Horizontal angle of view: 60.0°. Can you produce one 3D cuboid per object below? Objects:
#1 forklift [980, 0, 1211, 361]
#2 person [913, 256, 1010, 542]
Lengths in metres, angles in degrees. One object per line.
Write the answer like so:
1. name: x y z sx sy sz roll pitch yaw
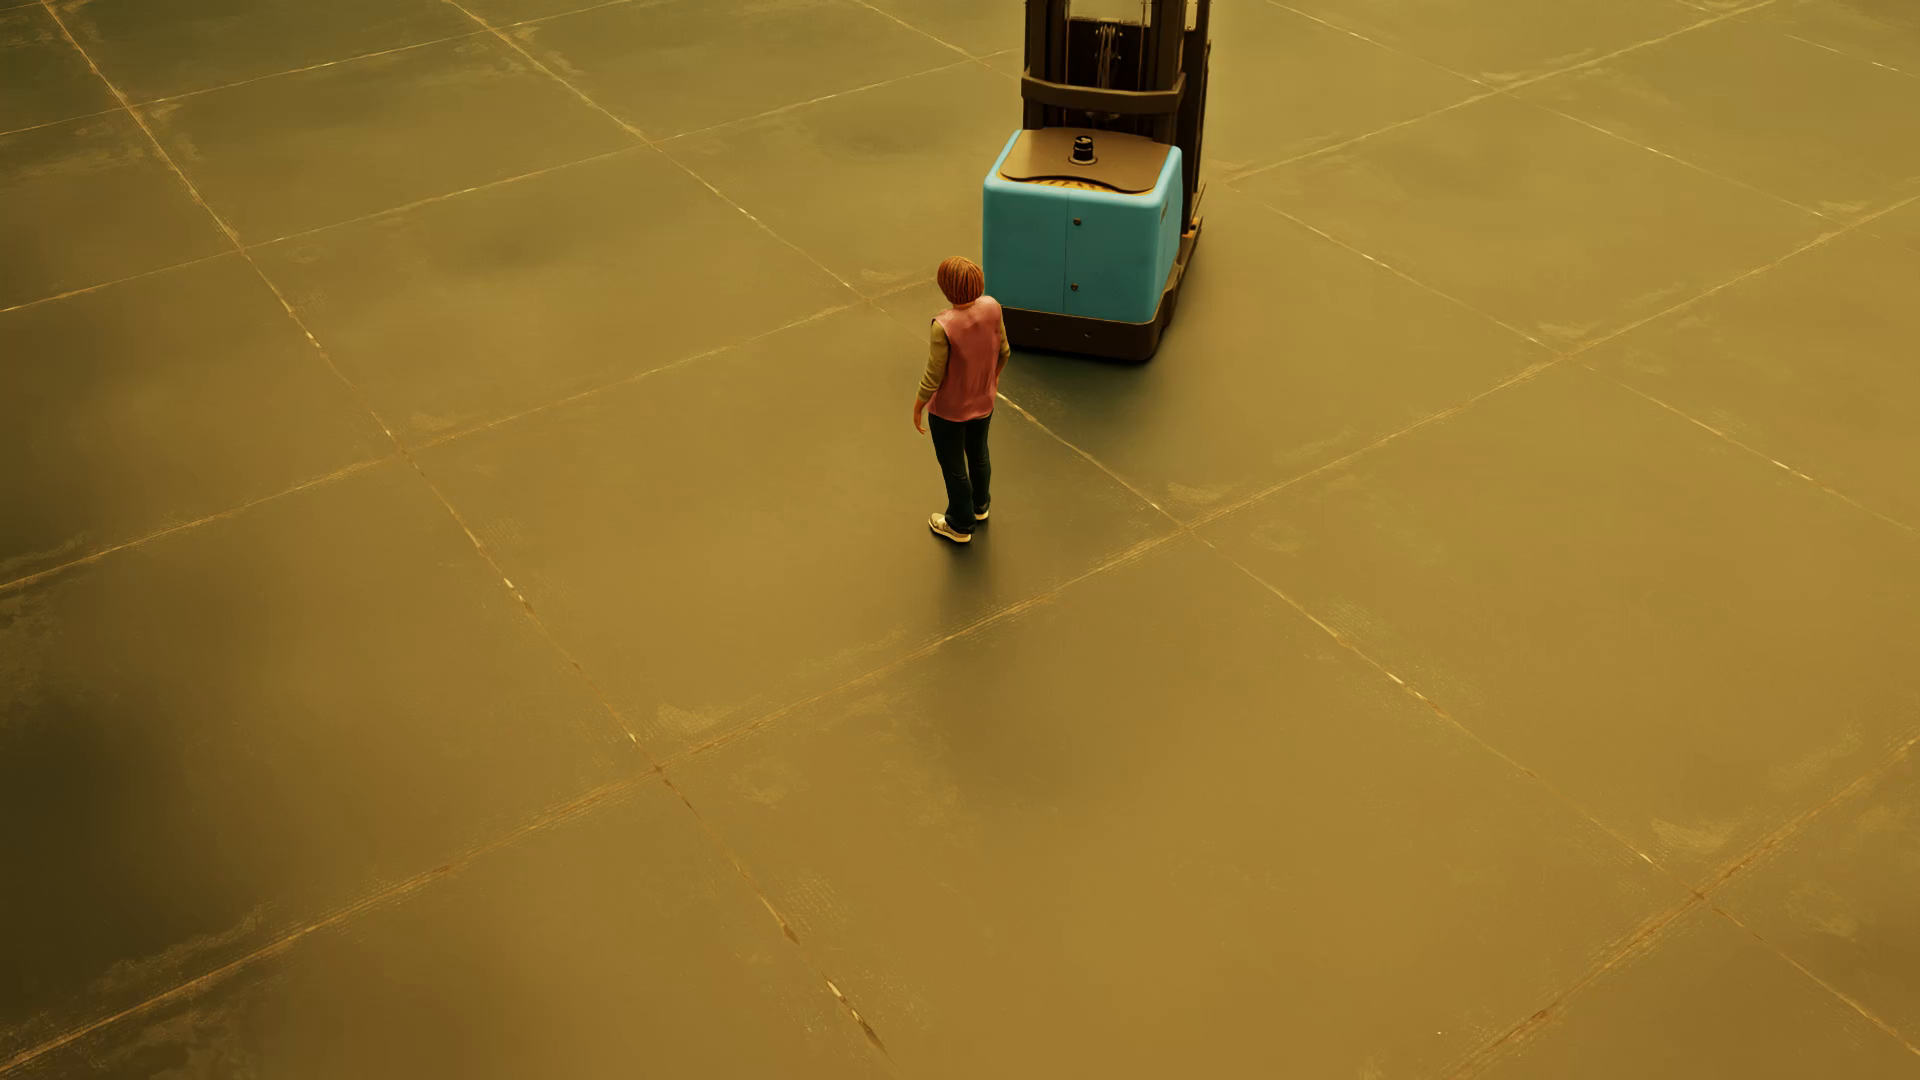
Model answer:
1. forklift: 0.992 -3.103 10.141 1.130 2.935 3.031 9 37 12
2. person: -0.031 -0.688 7.986 0.520 1.596 0.476 -23 42 -28
